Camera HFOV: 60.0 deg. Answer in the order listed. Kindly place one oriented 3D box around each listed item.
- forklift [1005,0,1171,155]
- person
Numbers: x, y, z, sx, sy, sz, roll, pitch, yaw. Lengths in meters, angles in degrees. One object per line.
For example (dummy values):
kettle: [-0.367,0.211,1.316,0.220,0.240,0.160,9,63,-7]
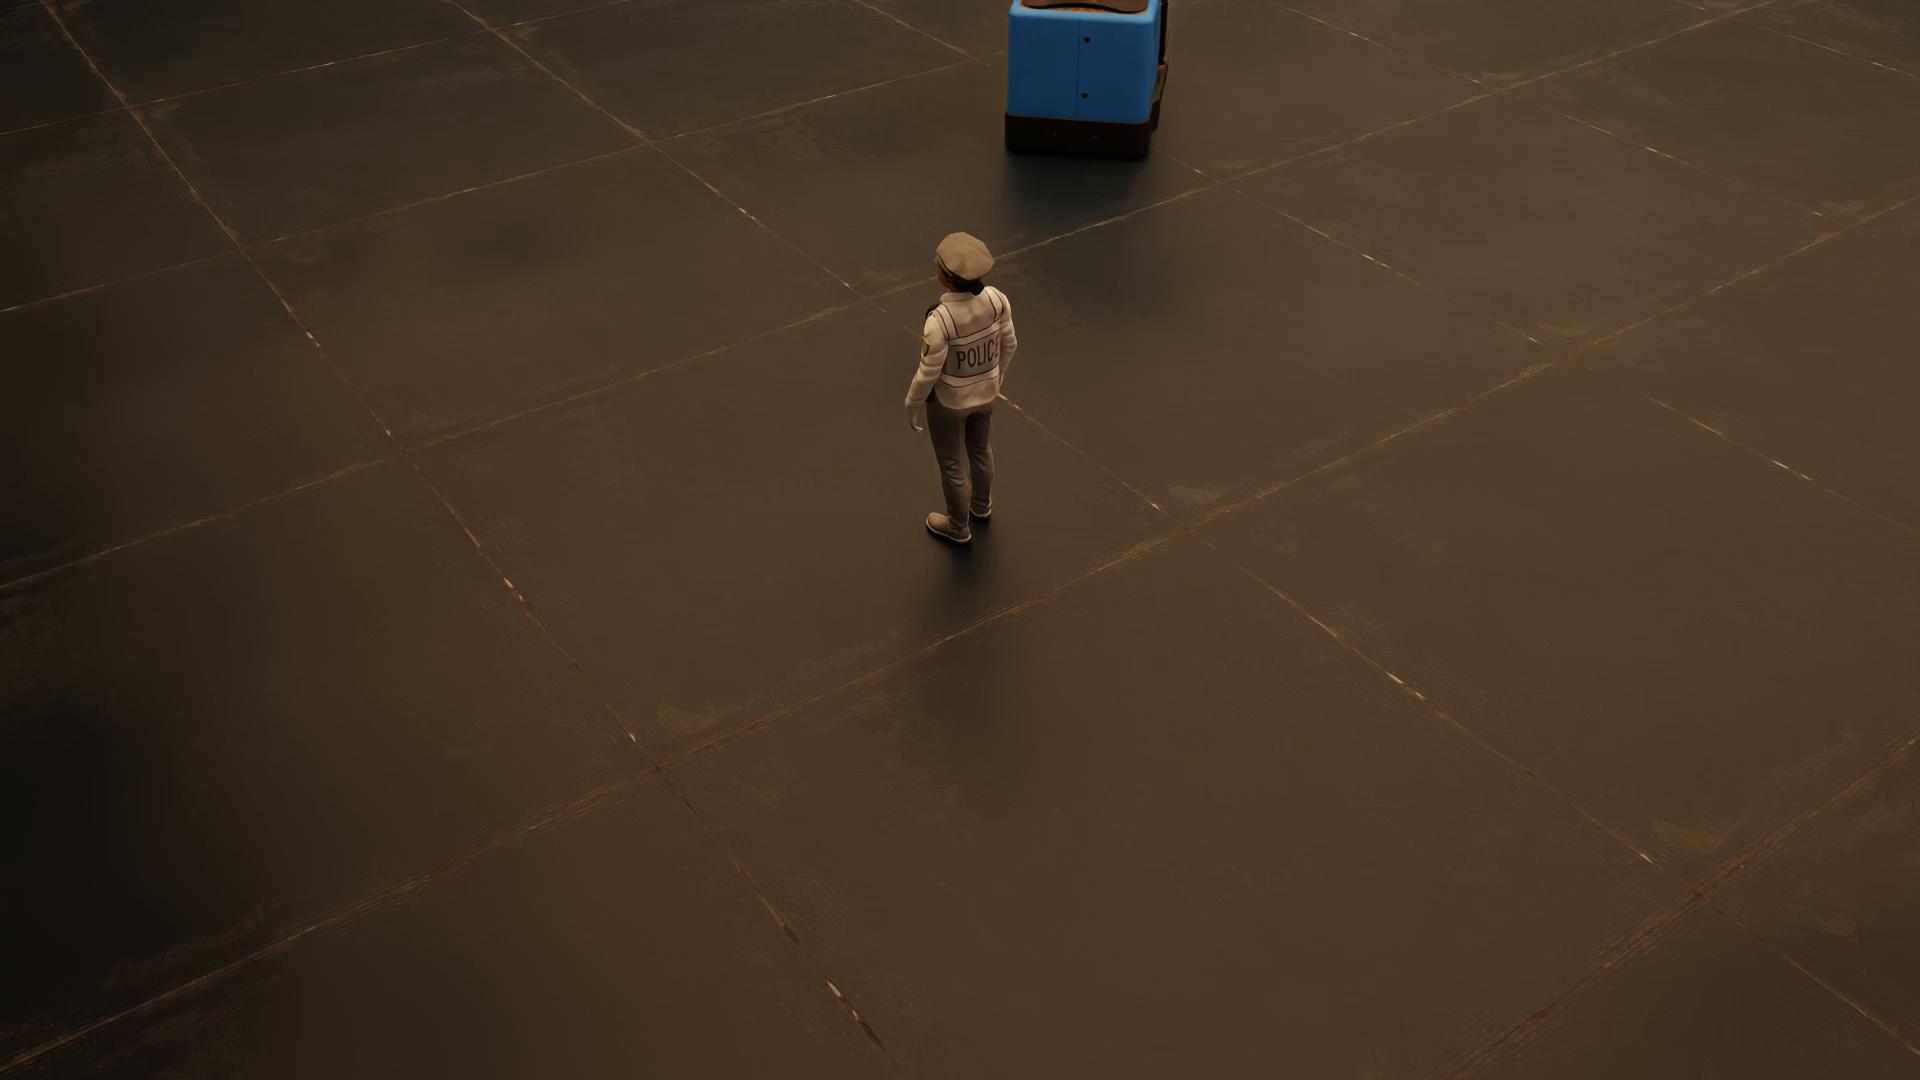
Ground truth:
forklift: [1.088,-4.840,12.490,1.130,2.935,3.031,6,37,8]
person: [-0.034,-0.723,7.950,0.586,1.694,0.530,-23,42,-28]
